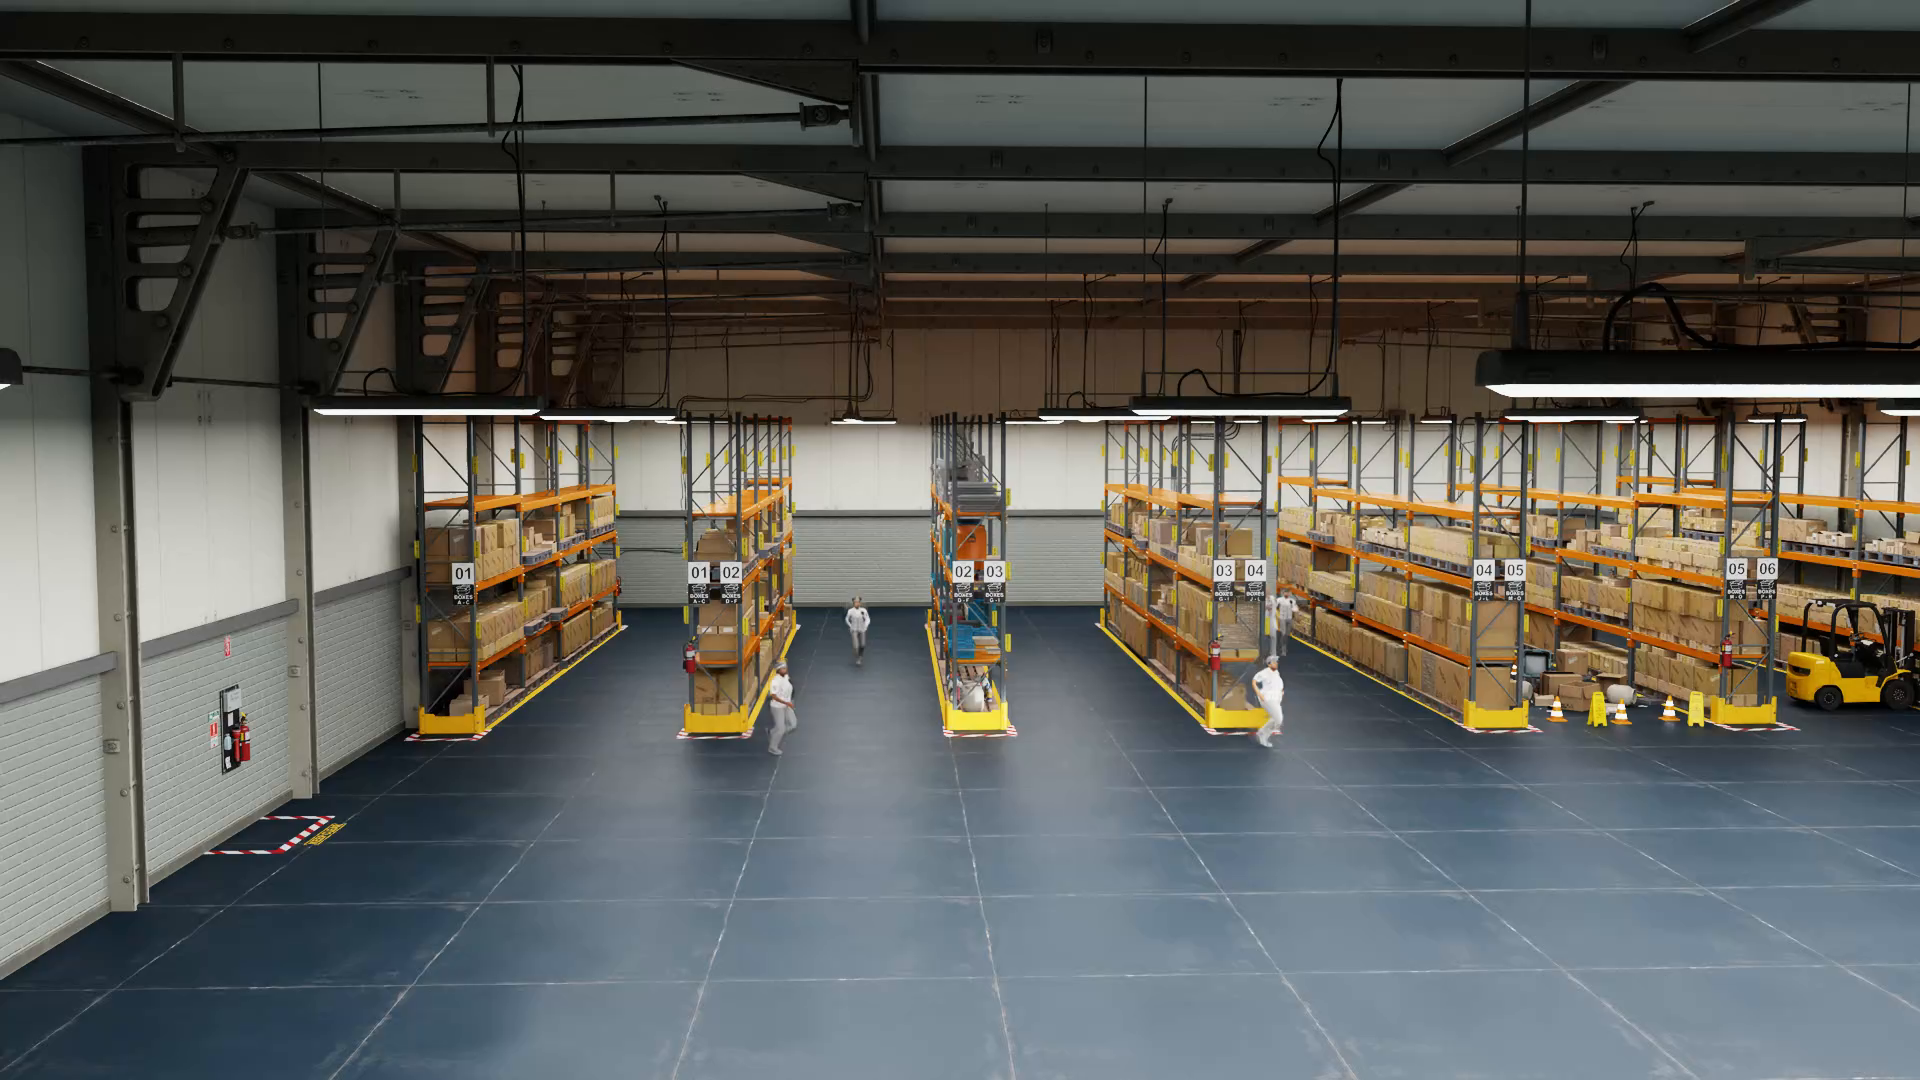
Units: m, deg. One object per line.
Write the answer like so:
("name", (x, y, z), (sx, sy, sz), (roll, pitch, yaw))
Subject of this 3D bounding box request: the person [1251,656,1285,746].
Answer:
("person", (5.588, 2.888, 29.752), (0.560, 1.624, 0.605), (3, 5, 38))

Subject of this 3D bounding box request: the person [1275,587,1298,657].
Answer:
("person", (8.175, 2.035, 41.769), (0.583, 1.752, 0.763), (0, 4, -6))

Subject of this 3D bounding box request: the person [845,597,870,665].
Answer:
("person", (-2.449, 2.177, 39.945), (0.592, 1.651, 0.539), (-1, 4, -8))

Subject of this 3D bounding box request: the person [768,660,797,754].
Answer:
("person", (-3.086, 2.920, 29.125), (0.617, 1.661, 0.606), (2, 5, 31))

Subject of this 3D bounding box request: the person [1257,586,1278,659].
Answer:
("person", (7.544, 2.026, 40.876), (0.701, 1.777, 0.950), (-1, 4, -15))
